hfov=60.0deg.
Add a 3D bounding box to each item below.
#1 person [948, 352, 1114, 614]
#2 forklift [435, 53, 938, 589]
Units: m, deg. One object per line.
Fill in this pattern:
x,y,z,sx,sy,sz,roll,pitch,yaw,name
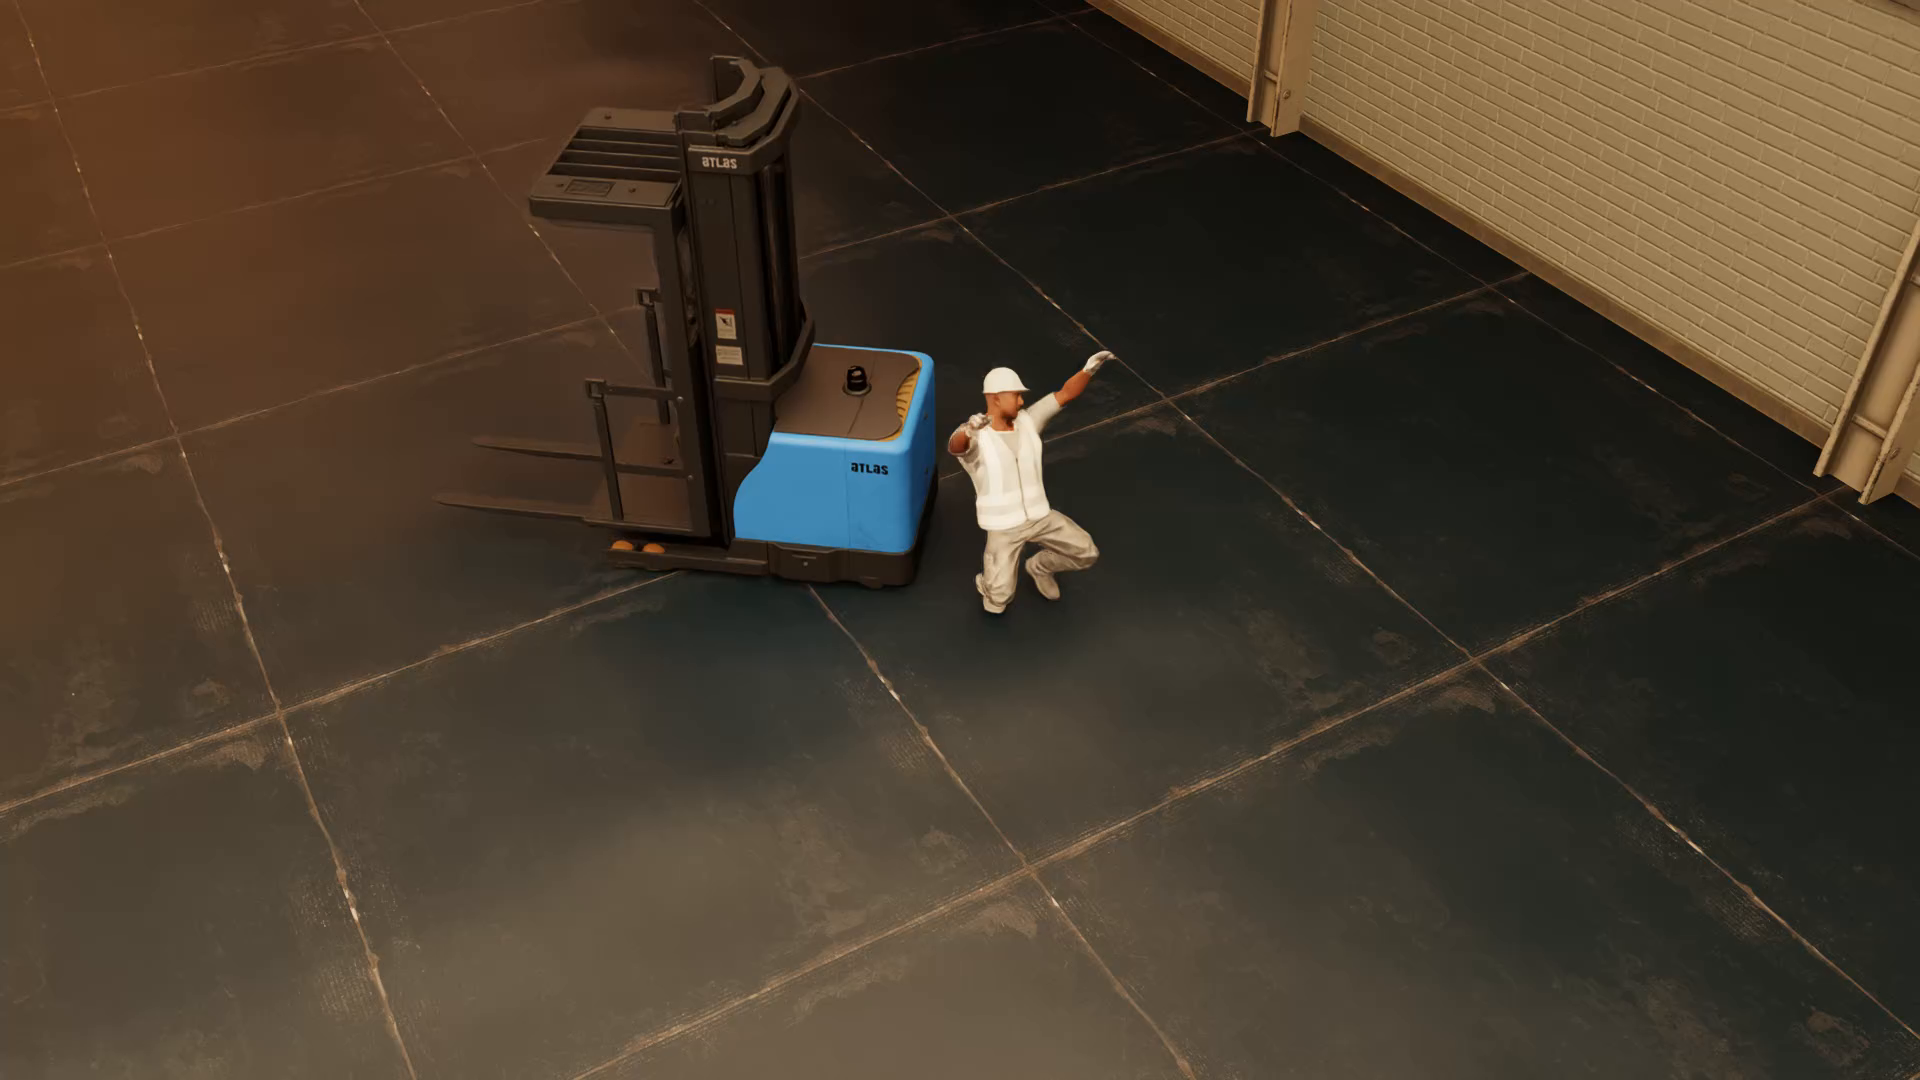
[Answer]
0.380,-0.282,9.389,0.994,1.650,0.771,-19,43,-22,person
-1.702,-1.267,9.564,3.031,2.935,1.130,5,40,7,forklift
